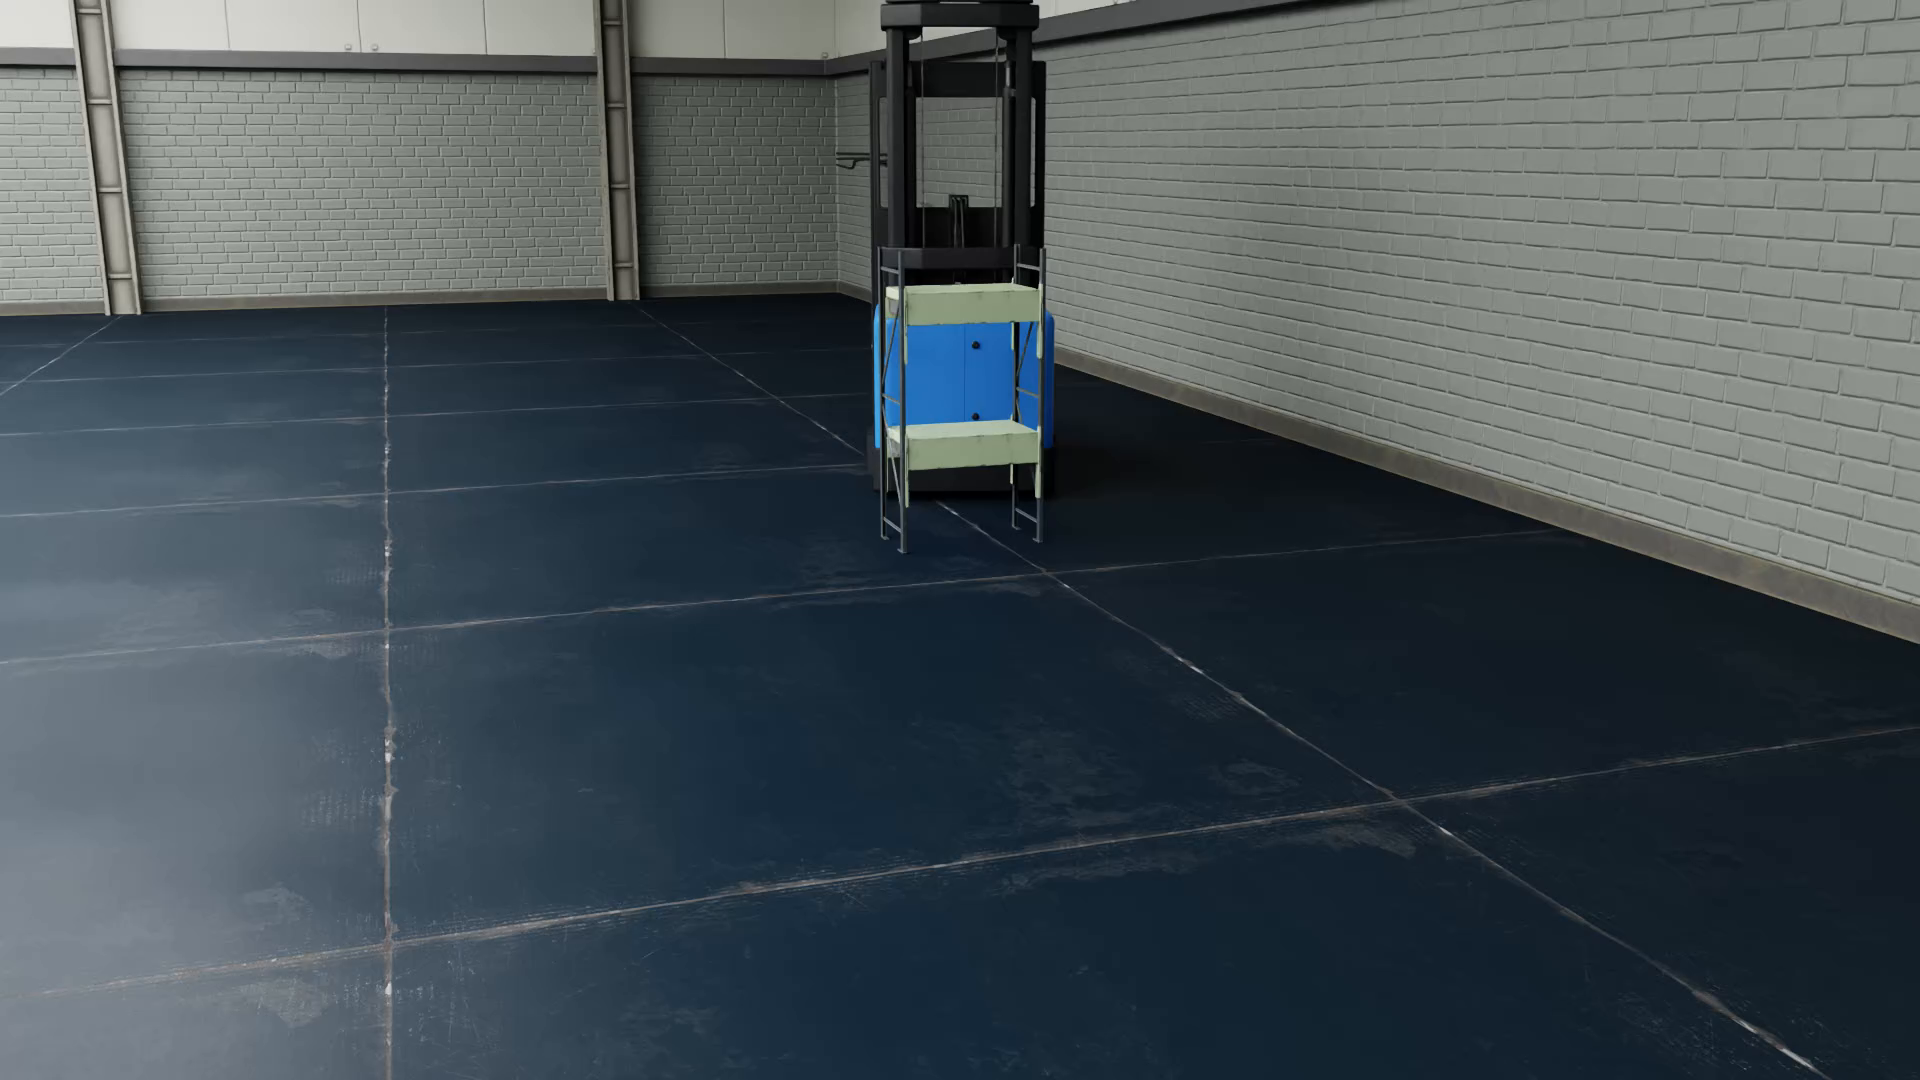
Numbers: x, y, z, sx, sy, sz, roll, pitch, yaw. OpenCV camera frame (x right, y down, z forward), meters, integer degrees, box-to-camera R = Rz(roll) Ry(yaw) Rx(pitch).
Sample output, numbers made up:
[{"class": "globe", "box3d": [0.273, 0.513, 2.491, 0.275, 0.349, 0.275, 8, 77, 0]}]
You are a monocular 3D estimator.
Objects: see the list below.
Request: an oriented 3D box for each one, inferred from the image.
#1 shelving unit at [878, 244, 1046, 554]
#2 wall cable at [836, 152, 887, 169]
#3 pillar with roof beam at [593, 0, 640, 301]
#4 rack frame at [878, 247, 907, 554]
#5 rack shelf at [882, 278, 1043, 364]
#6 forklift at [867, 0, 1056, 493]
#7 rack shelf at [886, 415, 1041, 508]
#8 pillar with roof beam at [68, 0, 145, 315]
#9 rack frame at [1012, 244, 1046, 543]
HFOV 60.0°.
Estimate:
[{"class": "shelving unit", "box3d": [0.006, -0.730, 8.471, 0.755, 1.500, 0.431, -4, 14, -18]}, {"class": "wall cable", "box3d": [-1.255, -5.994, 21.108, 0.112, 2.526, 3.097, -4, 14, -18]}, {"class": "pillar with roof beam", "box3d": [-3.096, -6.633, 17.084, 0.400, 9.000, 9.100, -4, 14, -18]}, {"class": "rack frame", "box3d": [-0.341, -0.703, 8.358, 0.023, 1.500, 0.400, -4, 14, -18]}, {"class": "rack shelf", "box3d": [0.006, -1.110, 8.381, 0.720, 0.370, 0.431, -4, 14, -18]}, {"class": "forklift", "box3d": [-0.026, -1.984, 10.652, 1.130, 2.935, 3.031, 0, 13, -2]}, {"class": "rack shelf", "box3d": [0.006, -0.413, 8.547, 0.720, 0.370, 0.431, -4, 14, -18]}, {"class": "pillar with roof beam", "box3d": [-8.783, -6.191, 15.223, 0.400, 9.000, 9.100, -4, 14, -18]}, {"class": "rack frame", "box3d": [0.353, -0.757, 8.585, 0.023, 1.500, 0.400, -4, 14, -18]}]
